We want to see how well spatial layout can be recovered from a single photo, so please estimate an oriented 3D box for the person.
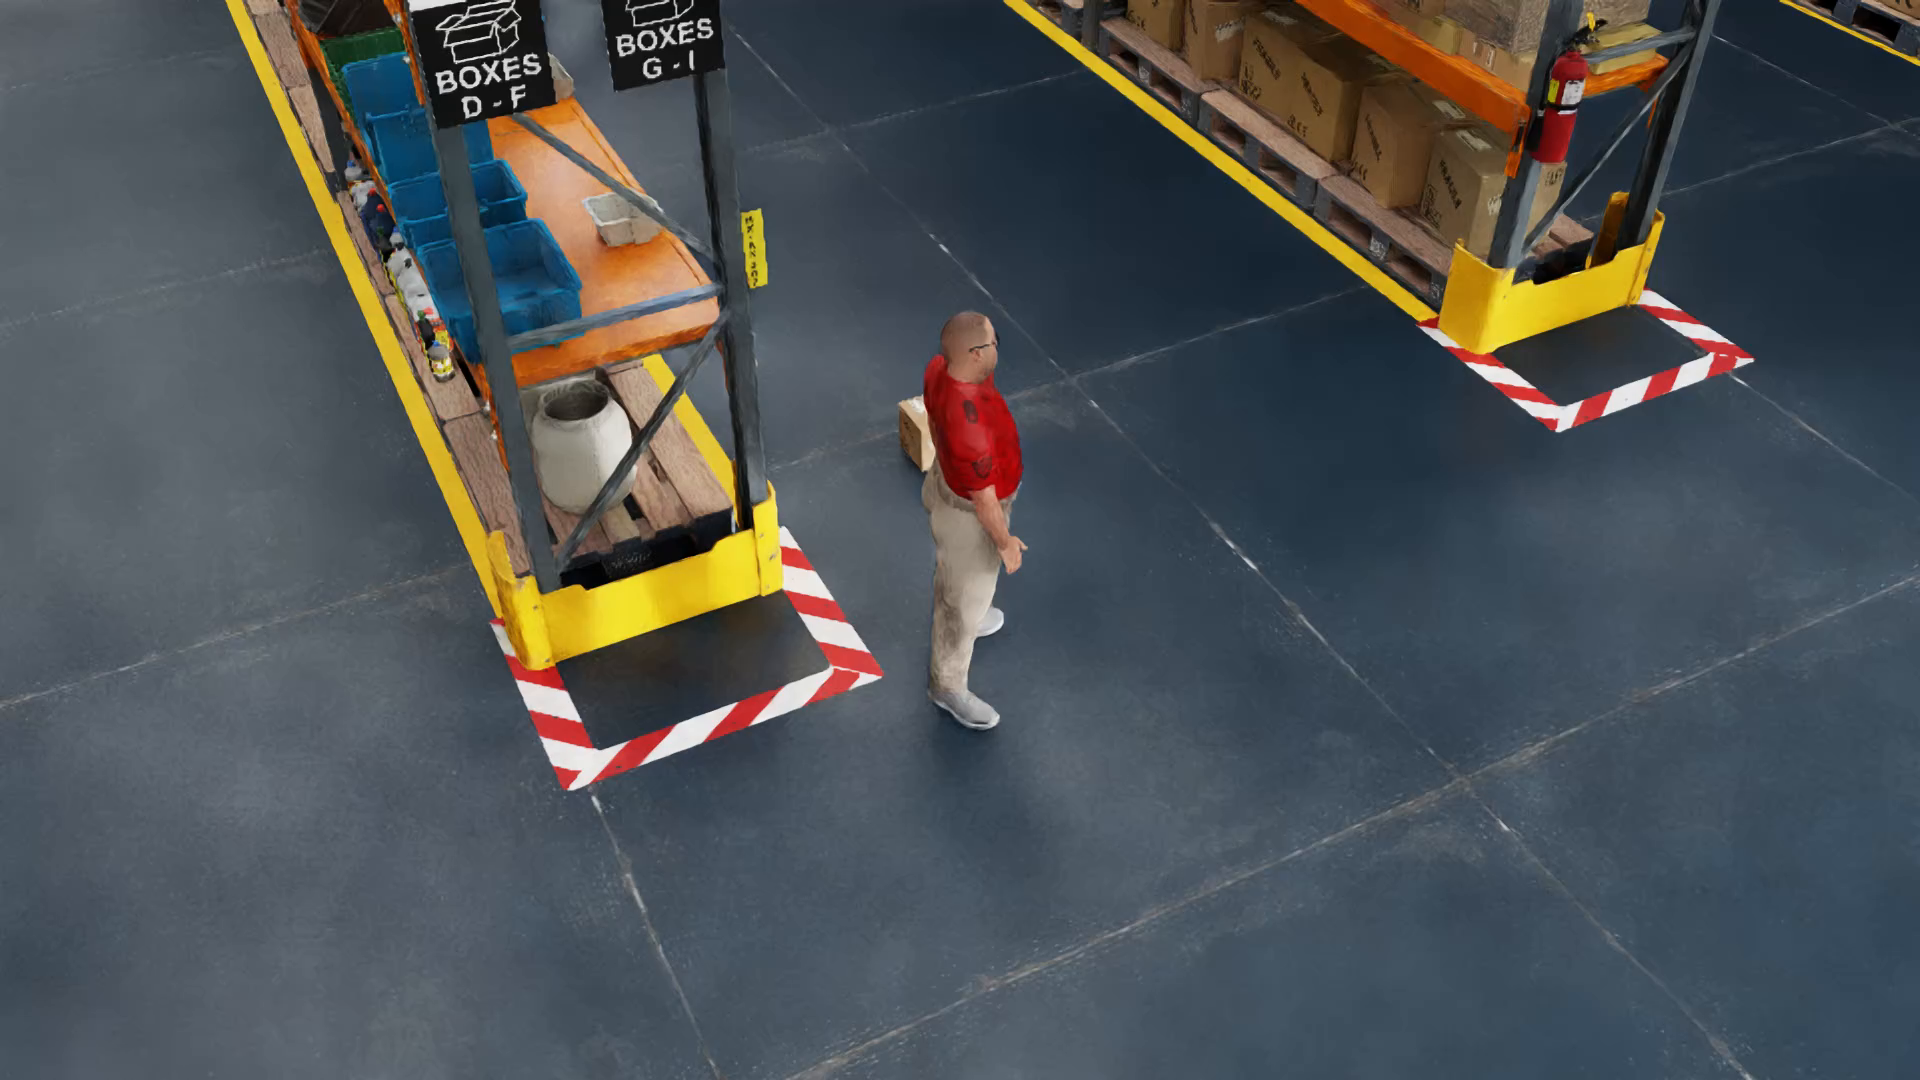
[{"bbox_3d":[0.041,-0.118,6.273,0.395,1.734,0.692,-7,42,-8],"label":"person"}]
